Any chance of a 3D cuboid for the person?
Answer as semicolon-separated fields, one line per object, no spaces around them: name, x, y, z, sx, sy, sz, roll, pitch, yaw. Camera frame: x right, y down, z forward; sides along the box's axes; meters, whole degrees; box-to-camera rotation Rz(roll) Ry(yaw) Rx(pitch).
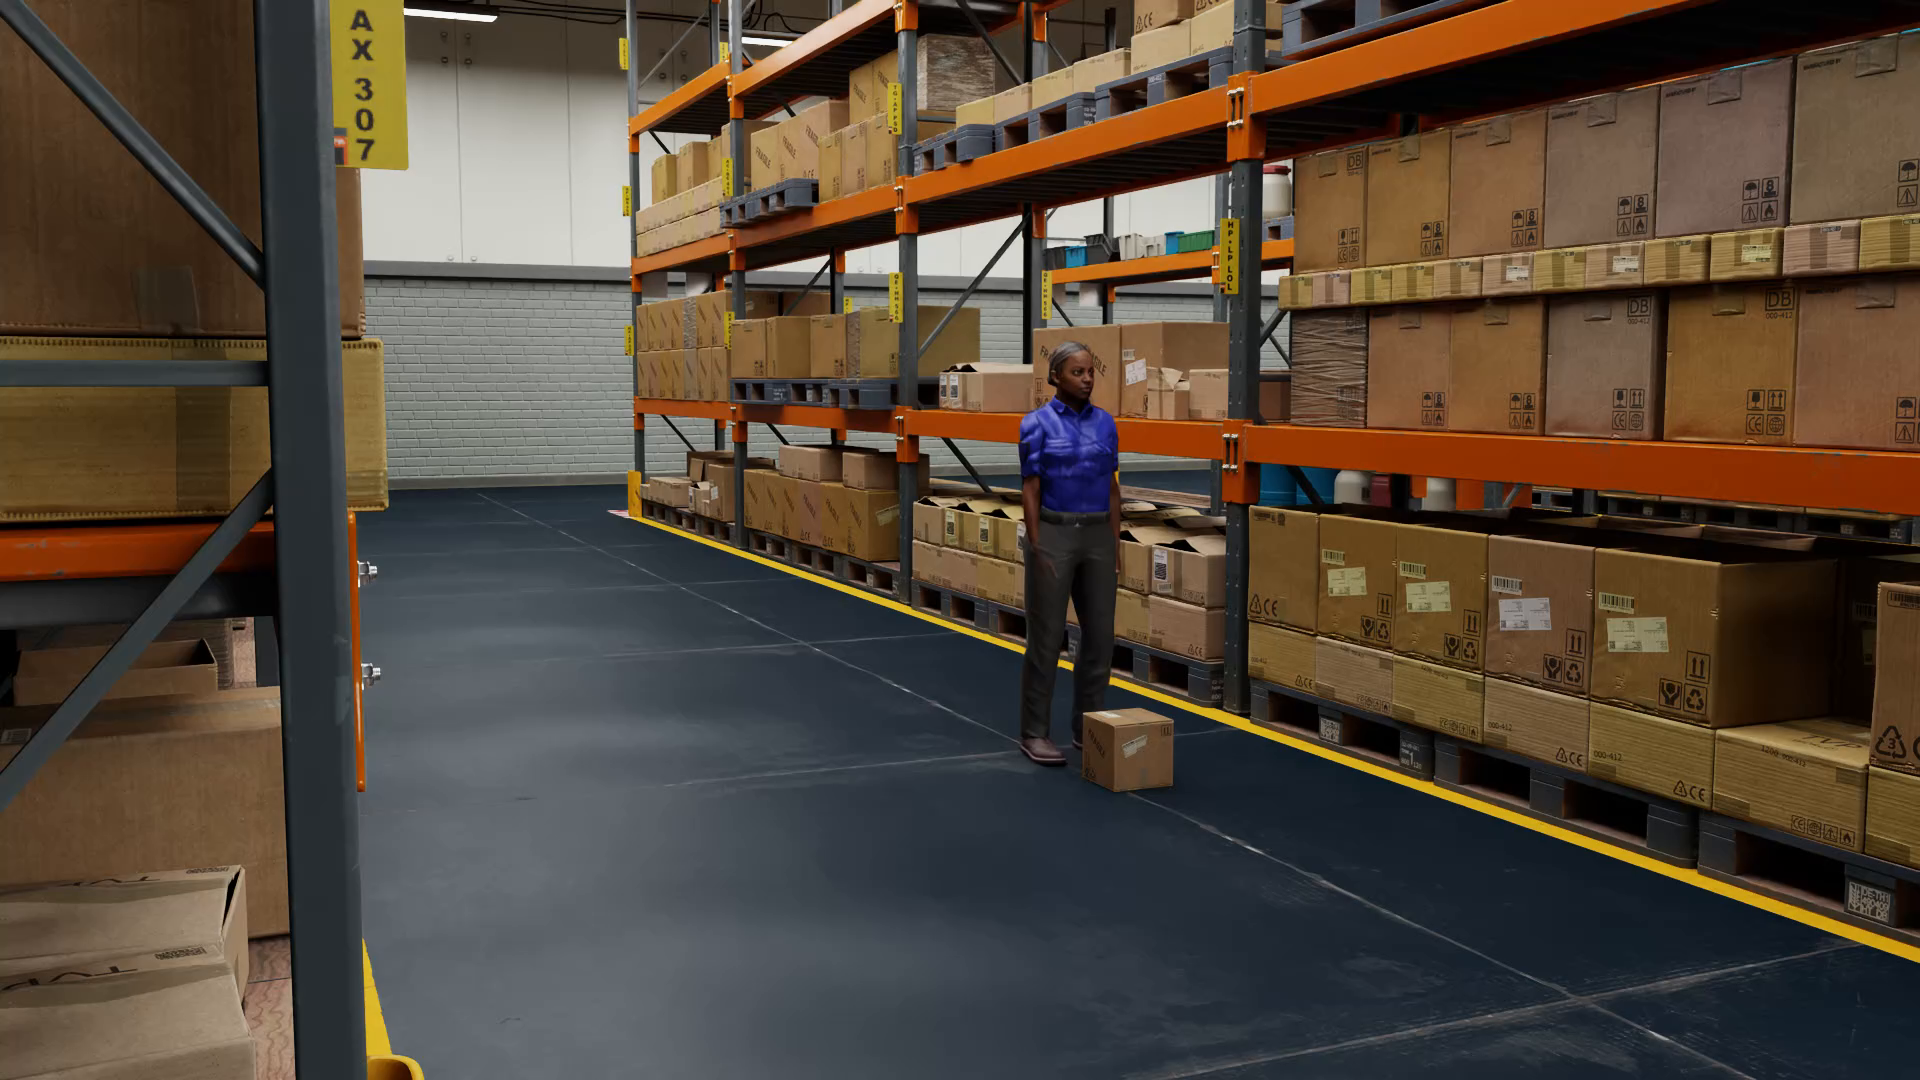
person;0.451;0.042;6.604;0.436;1.657;0.316;-2;6;-22
